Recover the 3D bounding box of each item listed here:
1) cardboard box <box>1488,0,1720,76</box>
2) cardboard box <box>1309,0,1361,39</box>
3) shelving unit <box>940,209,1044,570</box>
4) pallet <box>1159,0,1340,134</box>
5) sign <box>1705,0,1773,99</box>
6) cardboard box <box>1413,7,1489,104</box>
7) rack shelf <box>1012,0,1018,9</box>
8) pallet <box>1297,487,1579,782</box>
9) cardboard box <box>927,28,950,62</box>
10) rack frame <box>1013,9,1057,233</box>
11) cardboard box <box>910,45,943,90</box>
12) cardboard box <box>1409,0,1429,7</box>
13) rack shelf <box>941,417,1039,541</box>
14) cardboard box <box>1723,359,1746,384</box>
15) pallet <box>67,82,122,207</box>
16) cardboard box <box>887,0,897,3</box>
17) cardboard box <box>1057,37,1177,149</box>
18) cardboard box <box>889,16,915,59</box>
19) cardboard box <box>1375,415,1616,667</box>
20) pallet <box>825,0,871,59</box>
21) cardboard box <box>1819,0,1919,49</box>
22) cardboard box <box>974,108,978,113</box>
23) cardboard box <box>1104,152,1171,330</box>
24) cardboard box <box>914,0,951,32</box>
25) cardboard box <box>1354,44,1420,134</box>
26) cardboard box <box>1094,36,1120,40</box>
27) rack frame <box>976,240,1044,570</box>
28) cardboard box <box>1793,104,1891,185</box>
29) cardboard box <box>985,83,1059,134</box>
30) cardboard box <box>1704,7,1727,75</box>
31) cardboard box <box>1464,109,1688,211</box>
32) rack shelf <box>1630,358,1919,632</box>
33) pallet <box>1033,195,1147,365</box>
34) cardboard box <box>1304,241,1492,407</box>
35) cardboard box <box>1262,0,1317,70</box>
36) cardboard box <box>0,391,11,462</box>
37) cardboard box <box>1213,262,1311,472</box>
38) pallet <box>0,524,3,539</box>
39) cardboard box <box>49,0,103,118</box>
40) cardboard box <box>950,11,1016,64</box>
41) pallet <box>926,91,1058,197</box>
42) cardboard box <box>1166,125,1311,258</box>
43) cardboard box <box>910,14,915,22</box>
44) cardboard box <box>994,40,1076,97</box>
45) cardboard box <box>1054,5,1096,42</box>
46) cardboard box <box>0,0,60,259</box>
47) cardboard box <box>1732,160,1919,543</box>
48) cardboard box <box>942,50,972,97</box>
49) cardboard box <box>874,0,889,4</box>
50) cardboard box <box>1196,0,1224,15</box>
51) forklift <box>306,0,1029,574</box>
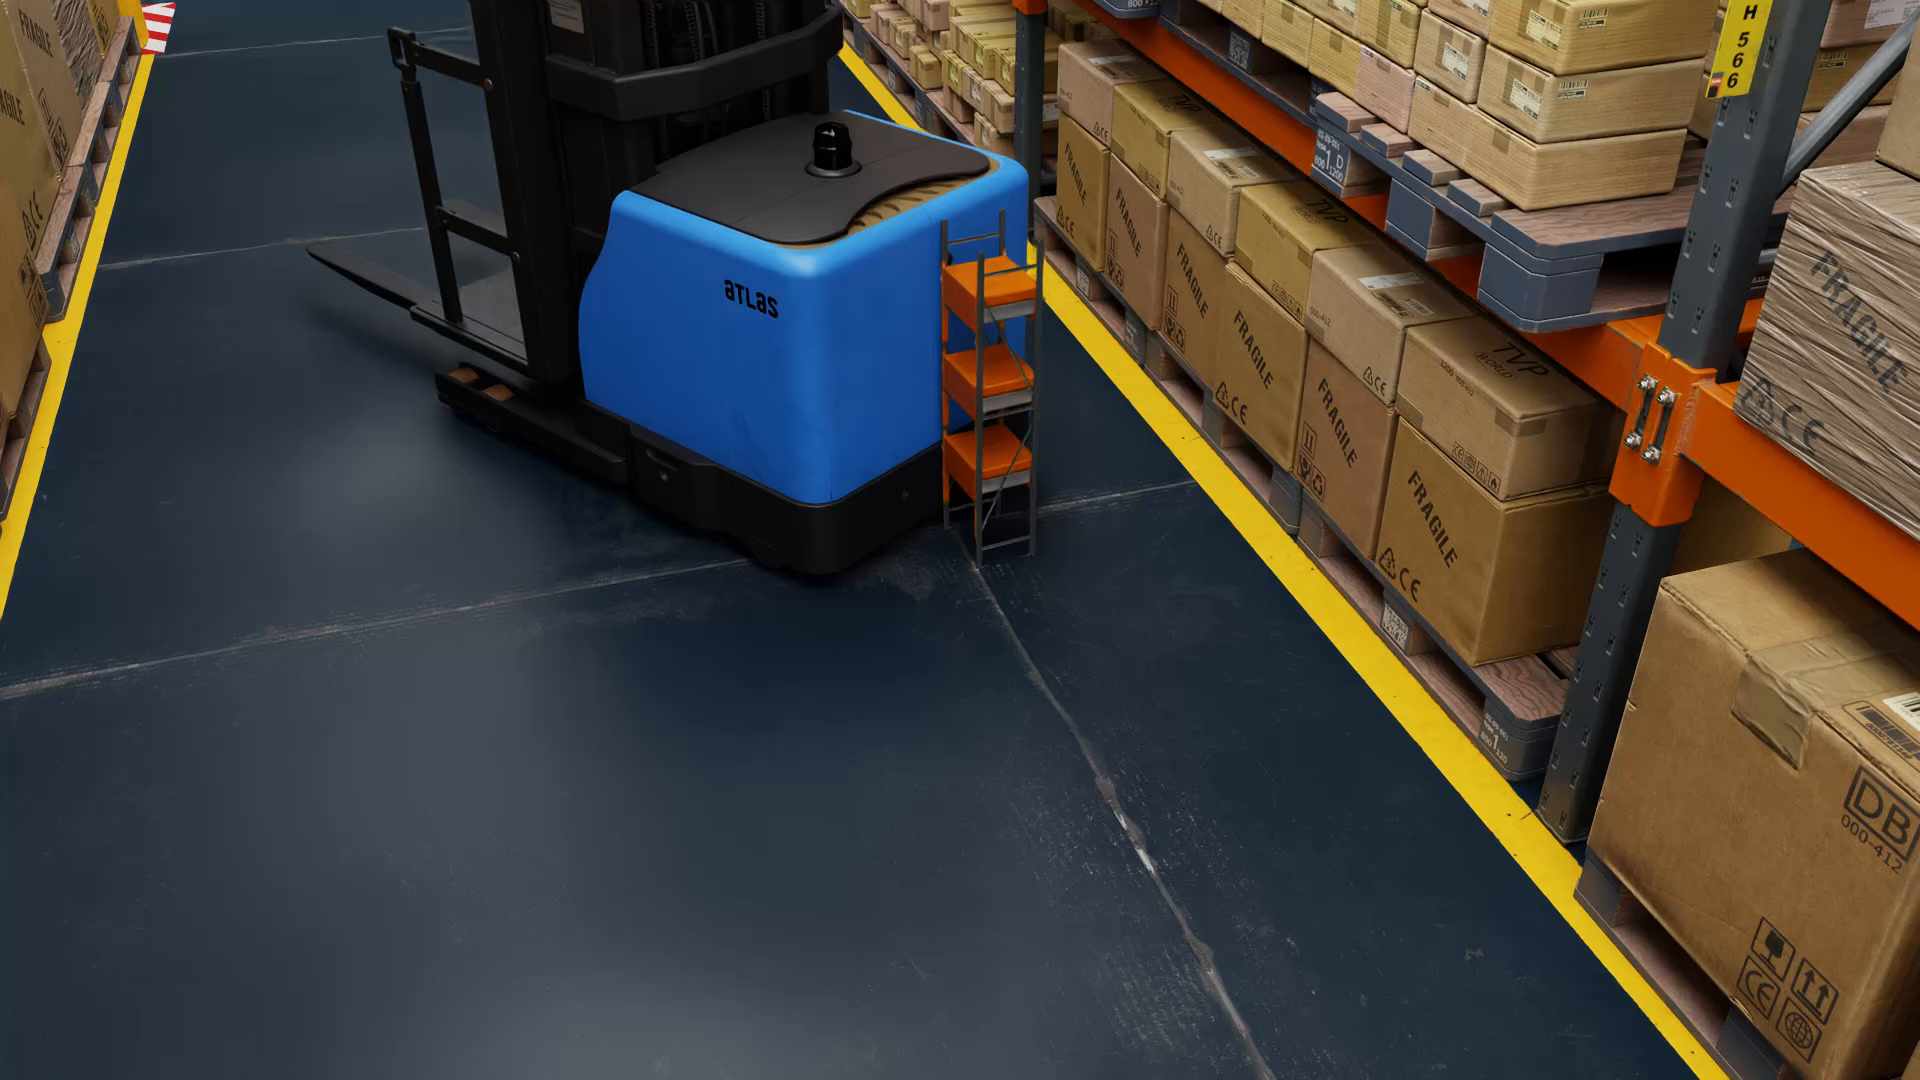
[{"bbox_3d":[1.359,-1.108,3.514,0.380,0.149,0.250,-11,35,-17],"label":"cardboard box"},{"bbox_3d":[1.119,-1.396,4.218,0.380,0.149,0.250,-10,35,-15],"label":"cardboard box"},{"bbox_3d":[0.090,-0.430,4.949,0.215,1.050,0.252,-14,36,-20],"label":"shelving unit"},{"bbox_3d":[1.302,-1.562,5.067,1.003,0.211,1.213,-10,35,-15],"label":"pallet"},{"bbox_3d":[1.431,-0.963,3.008,0.100,0.325,0.005,-10,35,-15],"label":"sign"},{"bbox_3d":[1.278,-1.127,3.811,0.380,0.149,0.250,-9,34,-13],"label":"cardboard box"},{"bbox_3d":[0.115,-3.459,8.417,1.077,0.370,4.000,-10,35,-15],"label":"rack shelf"},{"bbox_3d":[1.708,0.143,4.841,1.003,0.211,1.213,-10,35,-15],"label":"pallet"},{"bbox_3d":[0.054,-2.488,8.229,0.380,0.149,0.250,-9,35,-14],"label":"cardboard box"},{"bbox_3d":[0.725,-2.710,6.630,1.000,3.000,0.127,-10,35,-15],"label":"rack frame"},{"bbox_3d":[-0.035,-2.387,8.347,0.380,0.149,0.250,-10,35,-15],"label":"cardboard box"},{"bbox_3d":[1.205,-1.378,3.922,0.380,0.149,0.250,-9,35,-13],"label":"cardboard box"},{"bbox_3d":[0.090,-0.190,5.108,0.215,0.259,0.240,-14,36,-20],"label":"rack shelf"},{"bbox_3d":[1.965,-0.457,4.428,0.500,0.250,0.500,-12,35,-17],"label":"cardboard box"},{"bbox_3d":[-4.563,-1.819,7.812,1.003,0.211,1.213,-10,35,-15],"label":"pallet"},{"bbox_3d":[-0.245,-3.058,9.092,0.380,0.149,0.250,-12,35,-17],"label":"cardboard box"},{"bbox_3d":[0.699,-1.722,6.342,0.500,0.250,0.500,-12,35,-17],"label":"cardboard box"},{"bbox_3d":[-0.156,-2.657,8.755,0.380,0.149,0.250,-10,35,-15],"label":"cardboard box"},{"bbox_3d":[1.495,-0.043,4.481,0.500,0.500,0.500,-10,35,-15],"label":"cardboard box"},{"bbox_3d":[-0.258,-3.174,9.862,1.003,0.211,1.213,-10,35,-15],"label":"pallet"},{"bbox_3d":[1.987,-1.206,3.661,0.380,0.149,0.250,-10,35,-15],"label":"cardboard box"},{"bbox_3d":[0.281,-1.994,7.752,0.380,0.149,0.250,-9,35,-13],"label":"cardboard box"},{"bbox_3d":[0.861,-1.132,6.128,0.500,0.500,0.500,-8,34,-13],"label":"cardboard box"},{"bbox_3d":[-0.005,-2.620,8.159,0.380,0.149,0.250,-12,35,-17],"label":"cardboard box"},{"bbox_3d":[1.204,-1.127,4.082,0.380,0.149,0.250,-9,35,-14],"label":"cardboard box"},{"bbox_3d":[0.817,-2.159,7.462,0.380,0.149,0.250,-9,34,-13],"label":"cardboard box"},{"bbox_3d":[0.140,-0.369,4.856,0.200,1.050,0.008,-14,36,-20],"label":"rack frame"},{"bbox_3d":[2.001,-0.949,3.812,0.380,0.149,0.250,-10,35,-15],"label":"cardboard box"},{"bbox_3d":[0.326,-1.931,7.387,0.380,0.149,0.250,-9,35,-14],"label":"cardboard box"},{"bbox_3d":[1.904,-1.234,3.973,0.380,0.149,0.250,-8,34,-12],"label":"cardboard box"},{"bbox_3d":[1.357,-0.862,3.680,0.380,0.149,0.250,-9,35,-14],"label":"cardboard box"},{"bbox_3d":[2.555,0.741,2.061,1.077,0.370,4.000,-10,35,-15],"label":"rack shelf"},{"bbox_3d":[0.964,-1.138,6.780,1.003,0.211,1.213,-10,35,-15],"label":"pallet"},{"bbox_3d":[1.322,-0.633,4.693,0.500,0.250,0.500,-10,35,-14],"label":"cardboard box"},{"bbox_3d":[1.048,-1.400,4.494,0.380,0.149,0.250,-12,35,-17],"label":"cardboard box"},{"bbox_3d":[-3.542,-0.416,4.704,1.225,0.875,0.875,-11,35,-16],"label":"cardboard box"},{"bbox_3d":[1.164,-0.591,5.311,0.500,0.500,0.500,-12,35,-17],"label":"cardboard box"},{"bbox_3d":[-3.347,0.269,4.651,1.003,0.211,1.213,-10,35,-15],"label":"pallet"},{"bbox_3d":[-4.701,-2.517,7.885,0.875,0.875,0.875,-10,35,-15],"label":"cardboard box"},{"bbox_3d":[0.170,-2.344,7.741,0.380,0.149,0.250,-10,35,-15],"label":"cardboard box"},{"bbox_3d":[0.486,-1.893,7.923,1.003,0.211,1.213,-10,35,-15],"label":"pallet"},{"bbox_3d":[1.015,-1.175,5.513,0.500,0.250,0.500,-9,34,-13],"label":"cardboard box"},{"bbox_3d":[-0.050,-2.779,8.670,0.380,0.149,0.250,-8,34,-12],"label":"cardboard box"},{"bbox_3d":[0.368,-2.087,7.352,0.380,0.149,0.250,-9,35,-13],"label":"cardboard box"},{"bbox_3d":[0.665,-2.438,7.885,0.380,0.149,0.250,-10,35,-15],"label":"cardboard box"},{"bbox_3d":[-4.155,-1.577,6.462,0.875,0.875,0.875,-10,35,-15],"label":"cardboard box"},{"bbox_3d":[1.825,-0.370,2.998,0.500,0.500,0.500,-10,35,-14],"label":"cardboard box"},{"bbox_3d":[0.133,-2.209,7.807,0.380,0.149,0.250,-11,35,-16],"label":"cardboard box"},{"bbox_3d":[-0.258,-2.943,9.188,0.380,0.149,0.250,-10,35,-15],"label":"cardboard box"},{"bbox_3d":[0.884,-1.678,4.916,0.380,0.149,0.250,-12,35,-17],"label":"cardboard box"},{"bbox_3d":[-1.225,-1.795,5.308,3.031,2.935,1.130,25,41,33],"label":"forklift"}]
